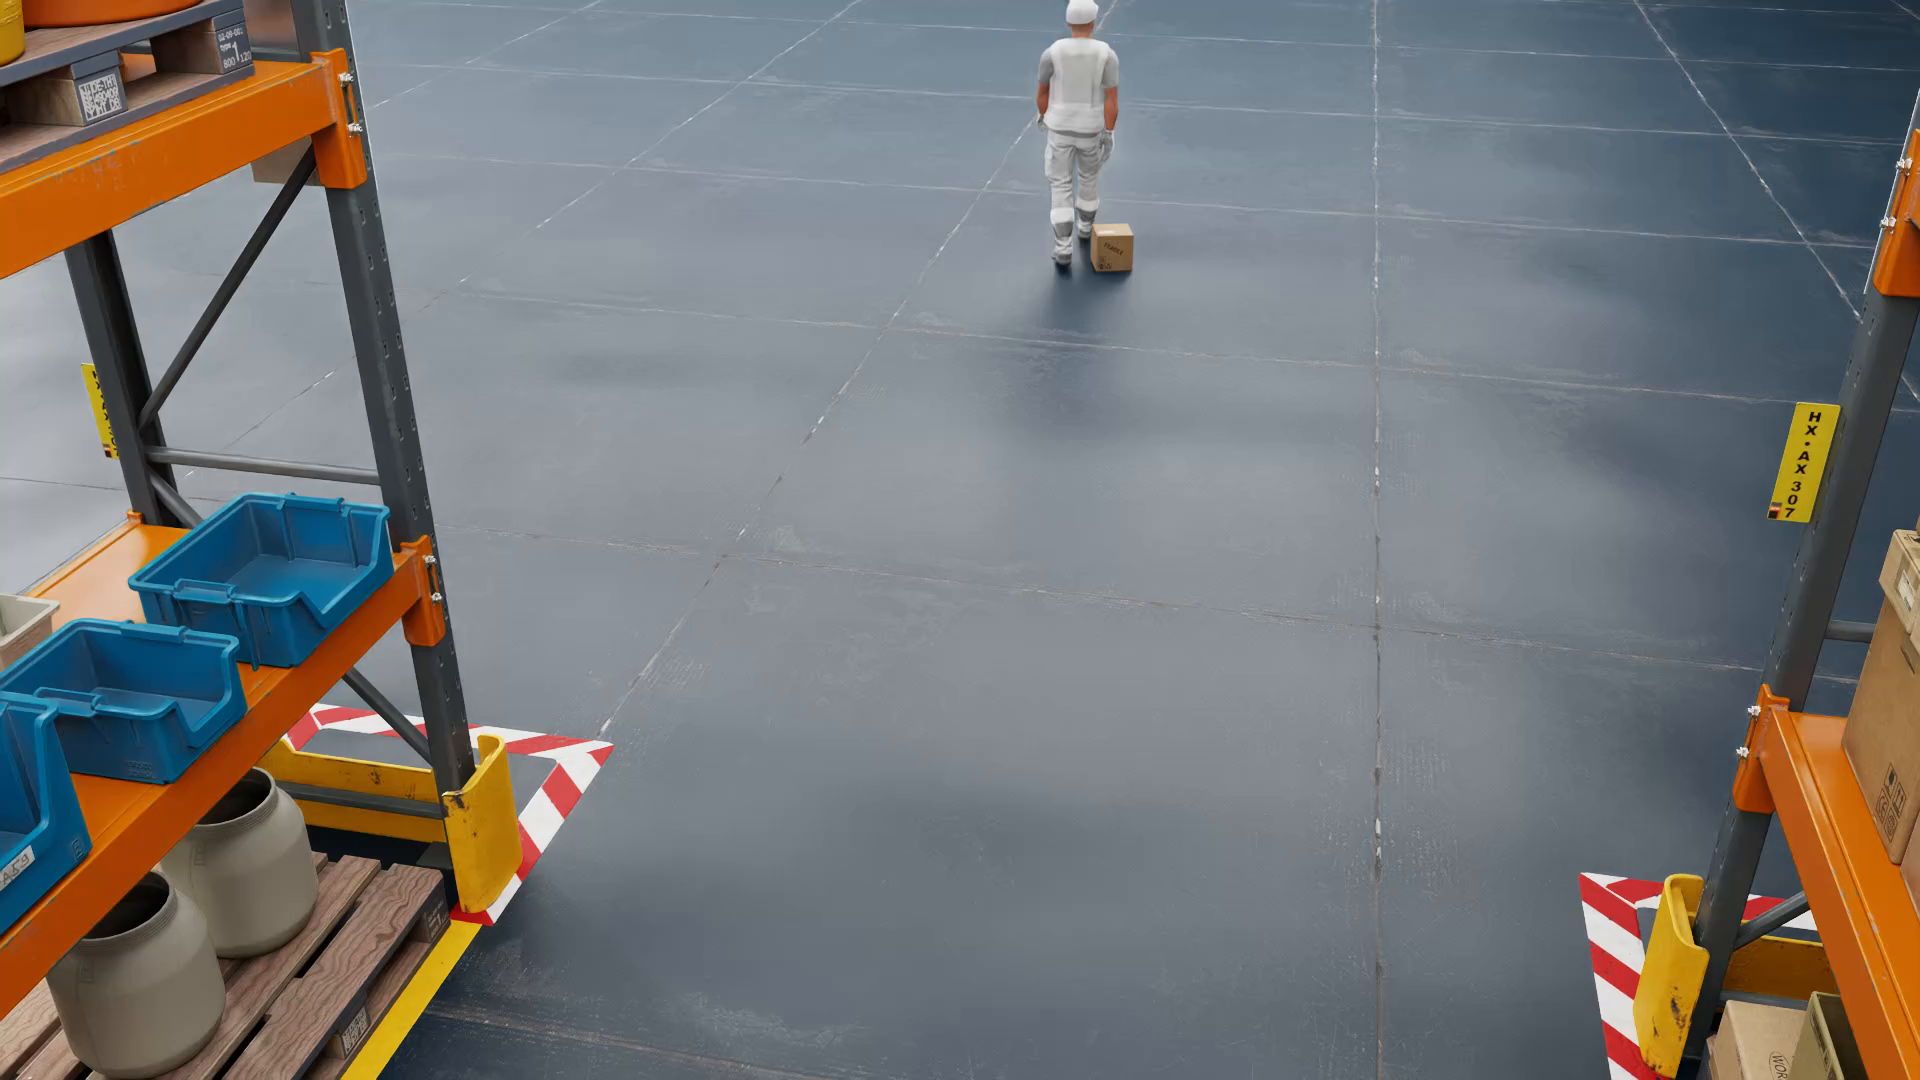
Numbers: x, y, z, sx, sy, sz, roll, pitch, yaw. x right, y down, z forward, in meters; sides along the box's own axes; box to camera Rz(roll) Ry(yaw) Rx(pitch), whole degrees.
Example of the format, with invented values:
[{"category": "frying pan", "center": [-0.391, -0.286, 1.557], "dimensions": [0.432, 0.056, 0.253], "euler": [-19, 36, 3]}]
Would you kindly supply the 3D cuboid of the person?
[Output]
[{"category": "person", "center": [0.774, -2.826, 11.289], "dimensions": [0.533, 1.748, 0.954], "euler": [-1, 29, -2]}]
